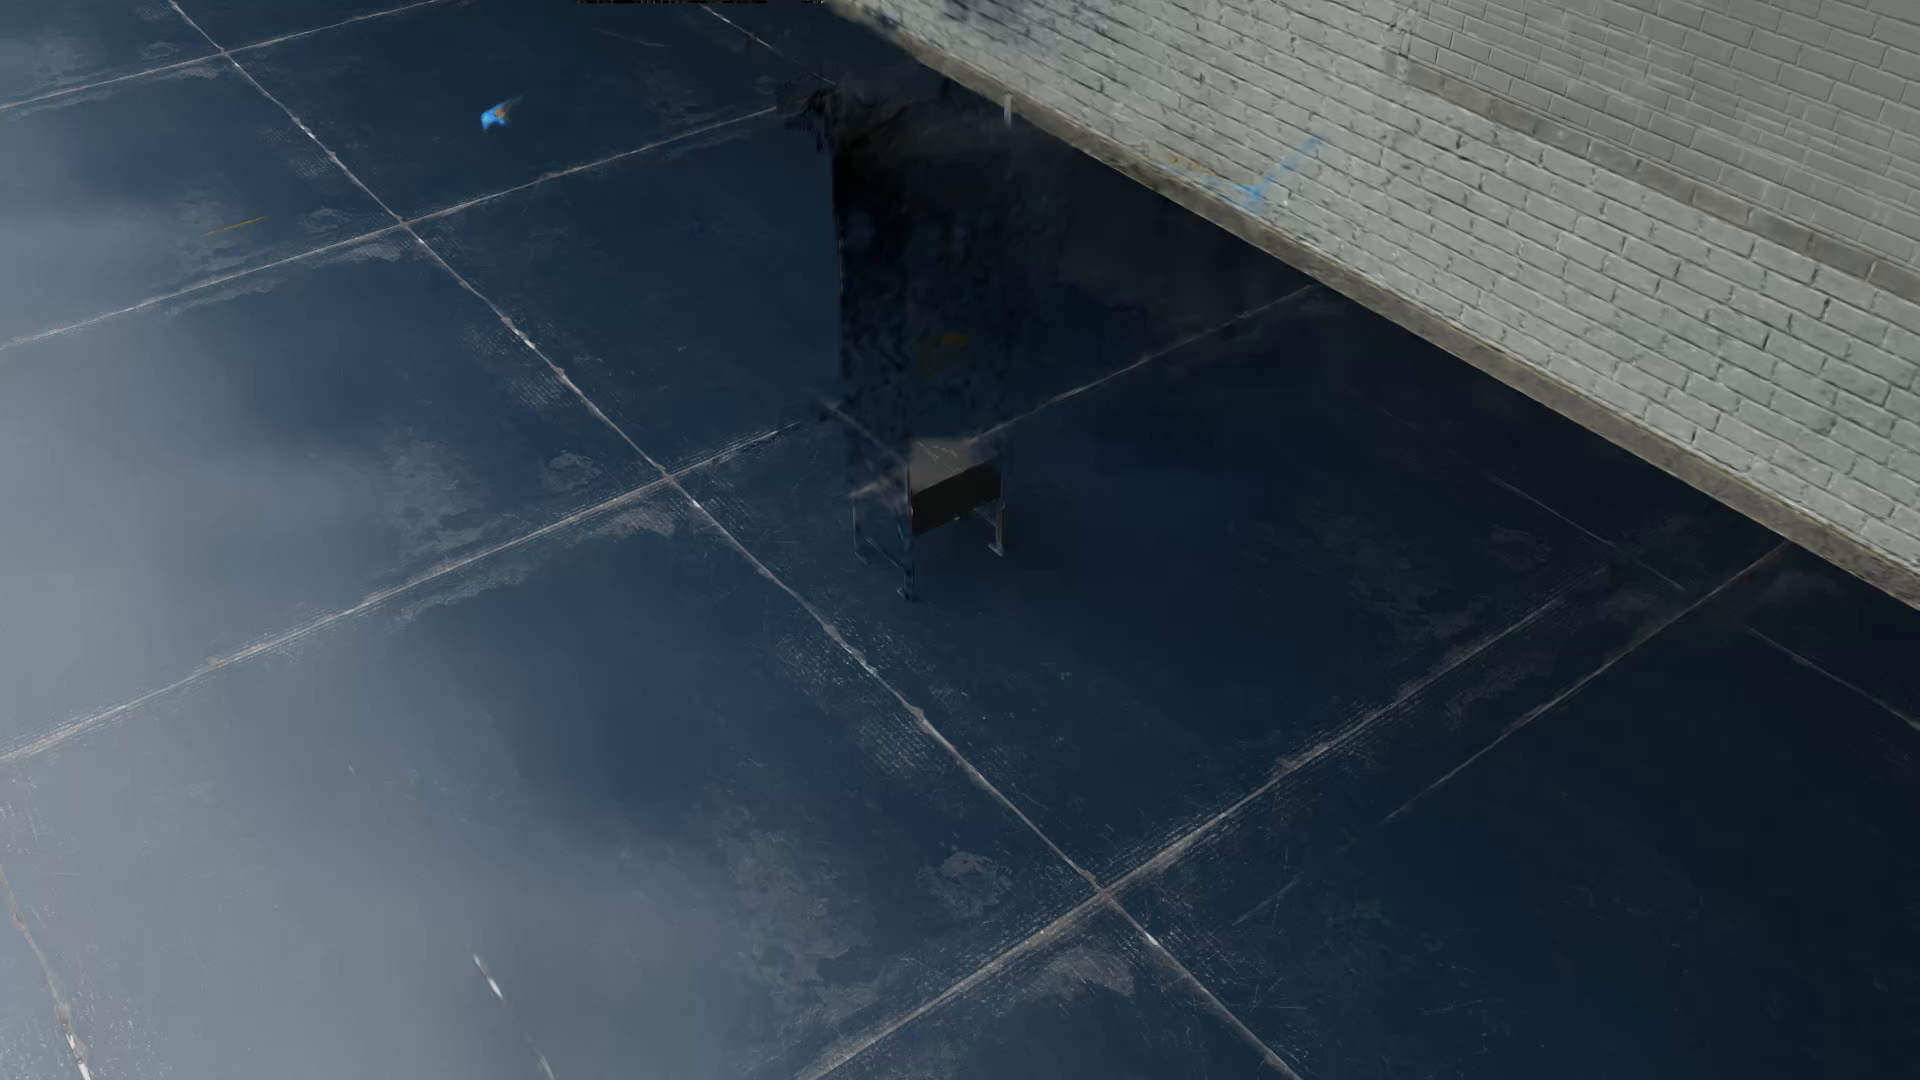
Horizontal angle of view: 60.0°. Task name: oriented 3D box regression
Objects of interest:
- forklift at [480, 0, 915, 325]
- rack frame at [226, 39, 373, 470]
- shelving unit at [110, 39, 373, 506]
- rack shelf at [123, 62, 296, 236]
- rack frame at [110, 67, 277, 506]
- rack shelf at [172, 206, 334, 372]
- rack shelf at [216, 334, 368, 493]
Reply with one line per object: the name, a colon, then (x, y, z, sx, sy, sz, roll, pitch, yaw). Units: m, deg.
forklift: (1.722, -2.804, 8.357, 1.130, 2.935, 3.031, 22, 44, 25)
rack frame: (0.062, -0.842, 6.621, 0.015, 2.100, 0.400, -26, 46, -28)
shelving unit: (-0.131, -0.748, 6.506, 0.503, 2.100, 0.431, -26, 46, -28)
rack shelf: (-0.131, -1.278, 6.071, 0.480, 0.518, 0.431, -26, 46, -28)
rack frame: (-0.325, -0.654, 6.391, 0.015, 2.100, 0.400, -26, 46, -28)
rack shelf: (-0.131, -0.737, 6.515, 0.480, 0.518, 0.431, -26, 46, -28)
rack shelf: (-0.131, -0.196, 6.959, 0.480, 0.518, 0.431, -26, 46, -28)
